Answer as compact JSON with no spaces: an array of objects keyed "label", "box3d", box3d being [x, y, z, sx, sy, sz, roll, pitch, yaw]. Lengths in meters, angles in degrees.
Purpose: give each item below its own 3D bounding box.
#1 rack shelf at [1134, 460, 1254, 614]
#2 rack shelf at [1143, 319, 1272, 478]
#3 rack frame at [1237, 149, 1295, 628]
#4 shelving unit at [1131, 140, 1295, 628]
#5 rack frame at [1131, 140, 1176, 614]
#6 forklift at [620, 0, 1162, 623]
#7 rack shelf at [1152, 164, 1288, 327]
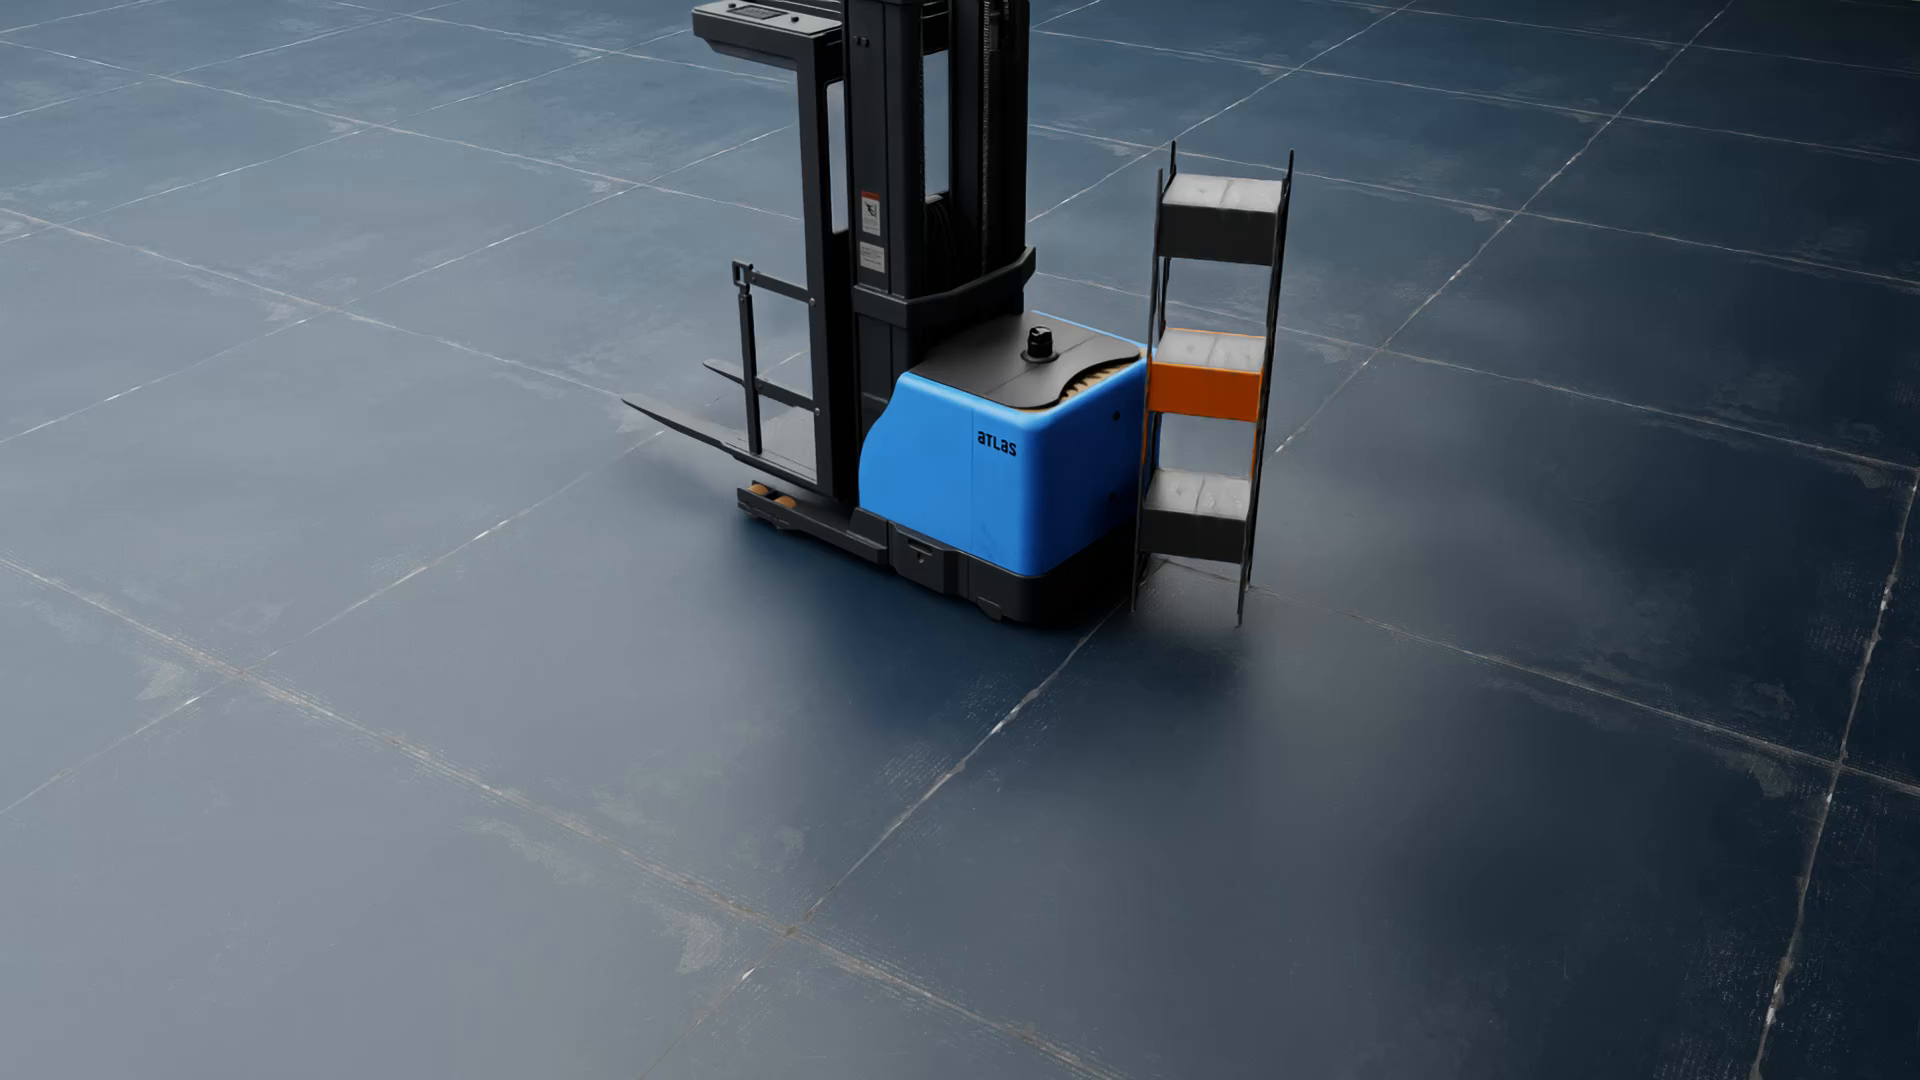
[{"label":"rack shelf","box3d":[1.082,-0.018,7.614,0.480,0.518,0.431,8,31,13]},{"label":"rack shelf","box3d":[1.082,-0.623,7.261,0.480,0.518,0.431,8,31,13]},{"label":"rack frame","box3d":[1.318,-0.604,7.201,0.015,2.100,0.400,8,31,13]},{"label":"shelving unit","box3d":[1.082,-0.635,7.254,0.503,2.100,0.431,8,31,13]},{"label":"rack frame","box3d":[0.846,-0.666,7.308,0.015,2.100,0.400,8,31,13]},{"label":"forklift","box3d":[-0.497,-1.499,7.911,3.031,2.935,1.130,23,37,34]},{"label":"rack shelf","box3d":[1.082,-1.228,6.909,0.480,0.518,0.431,8,31,13]}]
